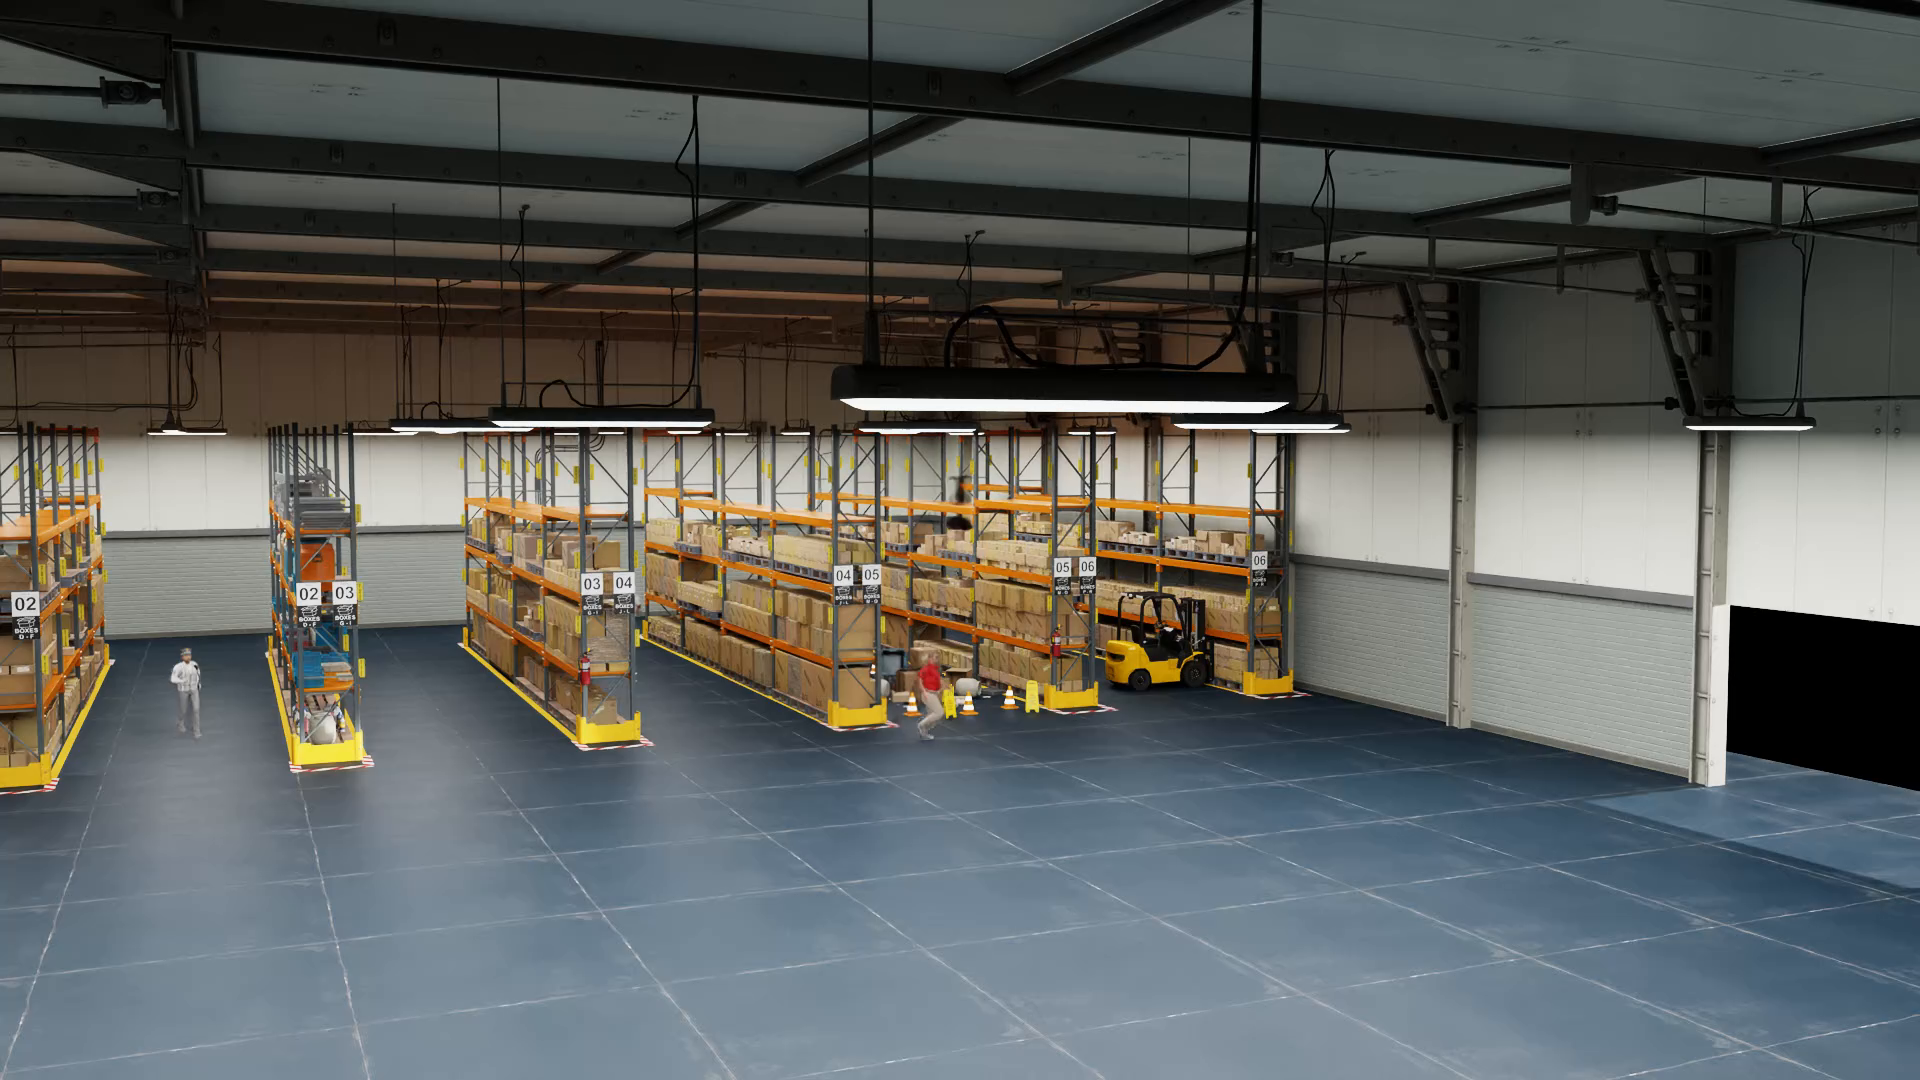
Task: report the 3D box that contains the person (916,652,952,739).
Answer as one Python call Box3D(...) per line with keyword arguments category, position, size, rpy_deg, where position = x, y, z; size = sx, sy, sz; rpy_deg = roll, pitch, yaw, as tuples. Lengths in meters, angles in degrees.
Box3D(category="person", position=(-0.499, 2.950, 31.480), size=(0.671, 1.671, 0.651), rpy_deg=(1, 4, 13))

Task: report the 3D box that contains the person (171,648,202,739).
Box3D(category="person", position=(-14.811, 2.919, 31.891), size=(0.609, 1.722, 0.881), rpy_deg=(-3, 5, -43))

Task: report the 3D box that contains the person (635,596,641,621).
Box3D(category="person", position=(-8.988, 2.089, 45.194), size=(0.677, 1.729, 0.607), rpy_deg=(-1, 4, -21))

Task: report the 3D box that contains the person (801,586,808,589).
Box3D(category="person", position=(-4.672, 1.801, 51.211), size=(0.789, 1.614, 0.576), rpy_deg=(-1, 4, -12))
